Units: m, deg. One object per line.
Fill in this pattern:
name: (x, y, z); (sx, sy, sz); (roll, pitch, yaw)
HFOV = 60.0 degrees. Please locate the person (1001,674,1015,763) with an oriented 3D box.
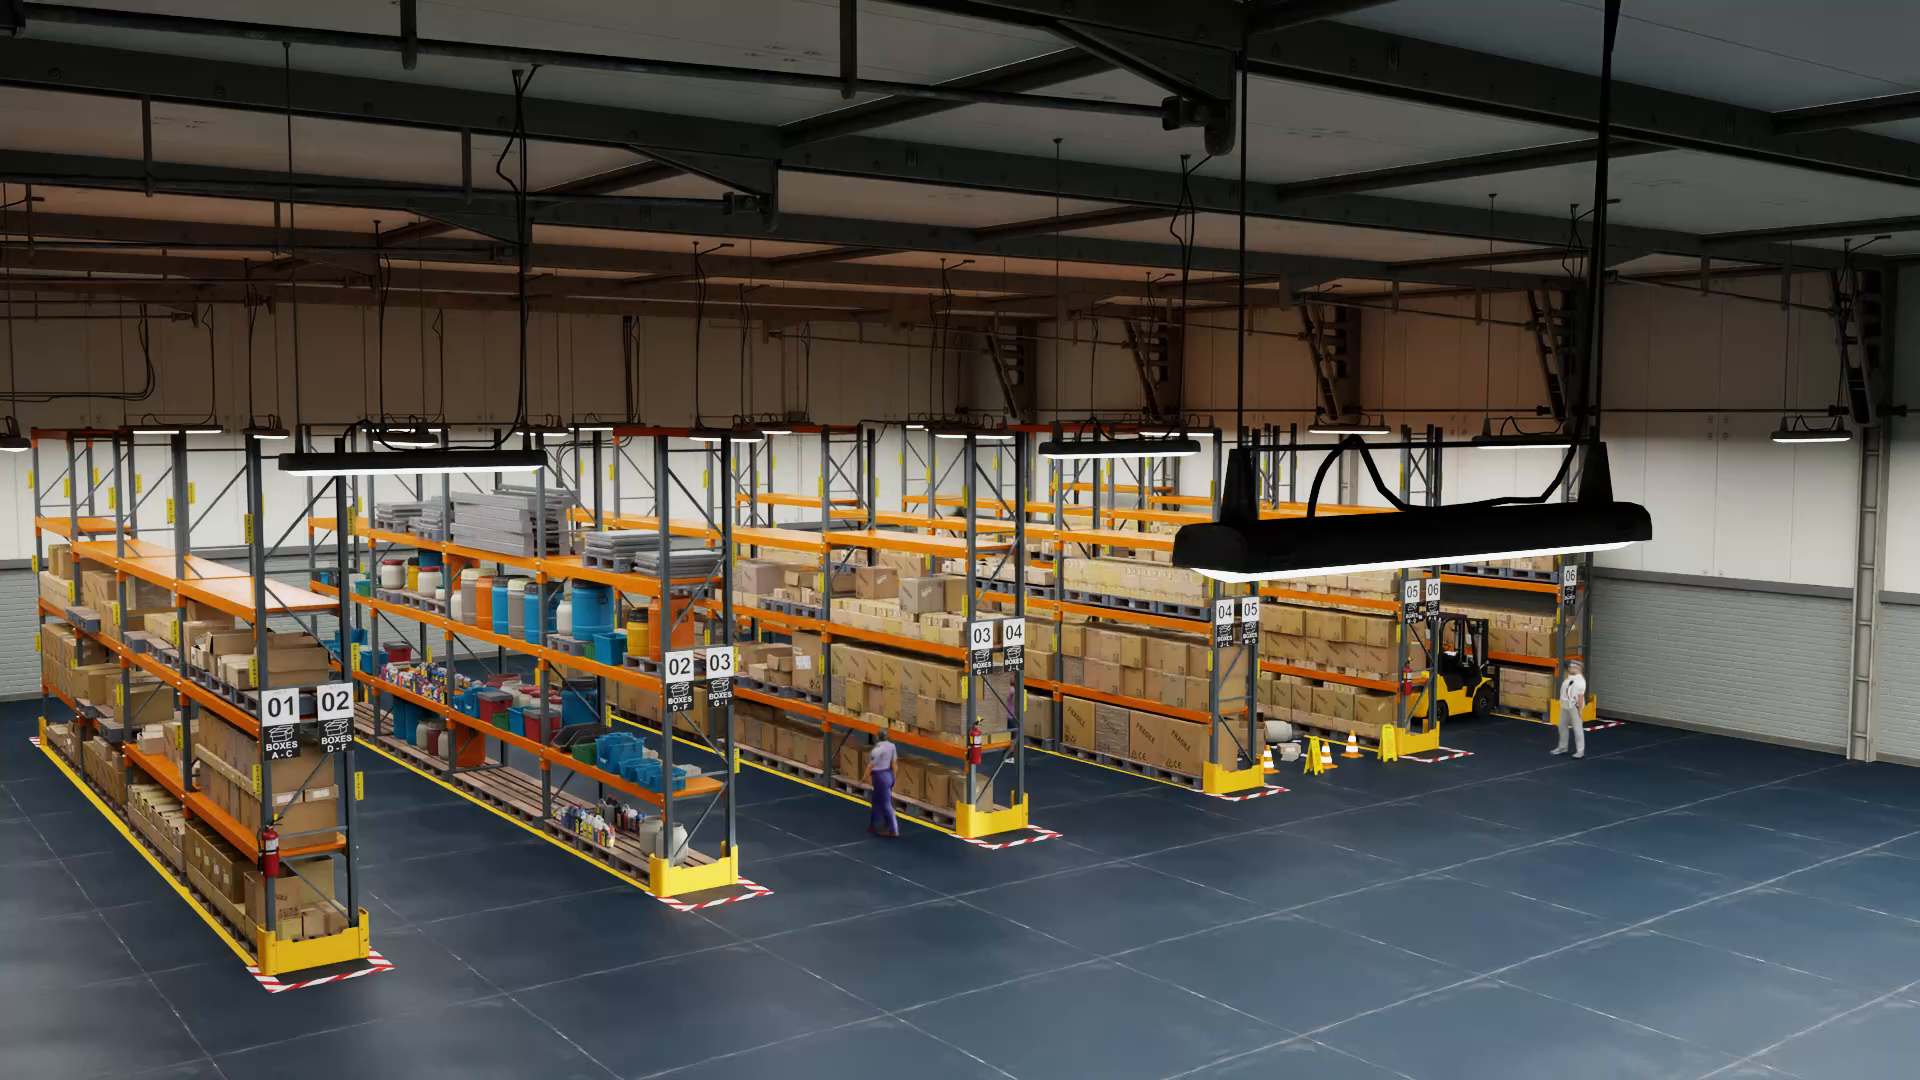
person: (0.915, 3.201, 29.751); (0.322, 1.594, 0.431); (-3, 5, -29)

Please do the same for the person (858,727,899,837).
person: (-1.203, 3.605, 24.660); (0.674, 1.674, 0.505); (1, 5, 18)

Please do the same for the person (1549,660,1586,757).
person: (11.129, 3.063, 30.370); (0.442, 1.787, 0.719); (-1, 5, -17)
